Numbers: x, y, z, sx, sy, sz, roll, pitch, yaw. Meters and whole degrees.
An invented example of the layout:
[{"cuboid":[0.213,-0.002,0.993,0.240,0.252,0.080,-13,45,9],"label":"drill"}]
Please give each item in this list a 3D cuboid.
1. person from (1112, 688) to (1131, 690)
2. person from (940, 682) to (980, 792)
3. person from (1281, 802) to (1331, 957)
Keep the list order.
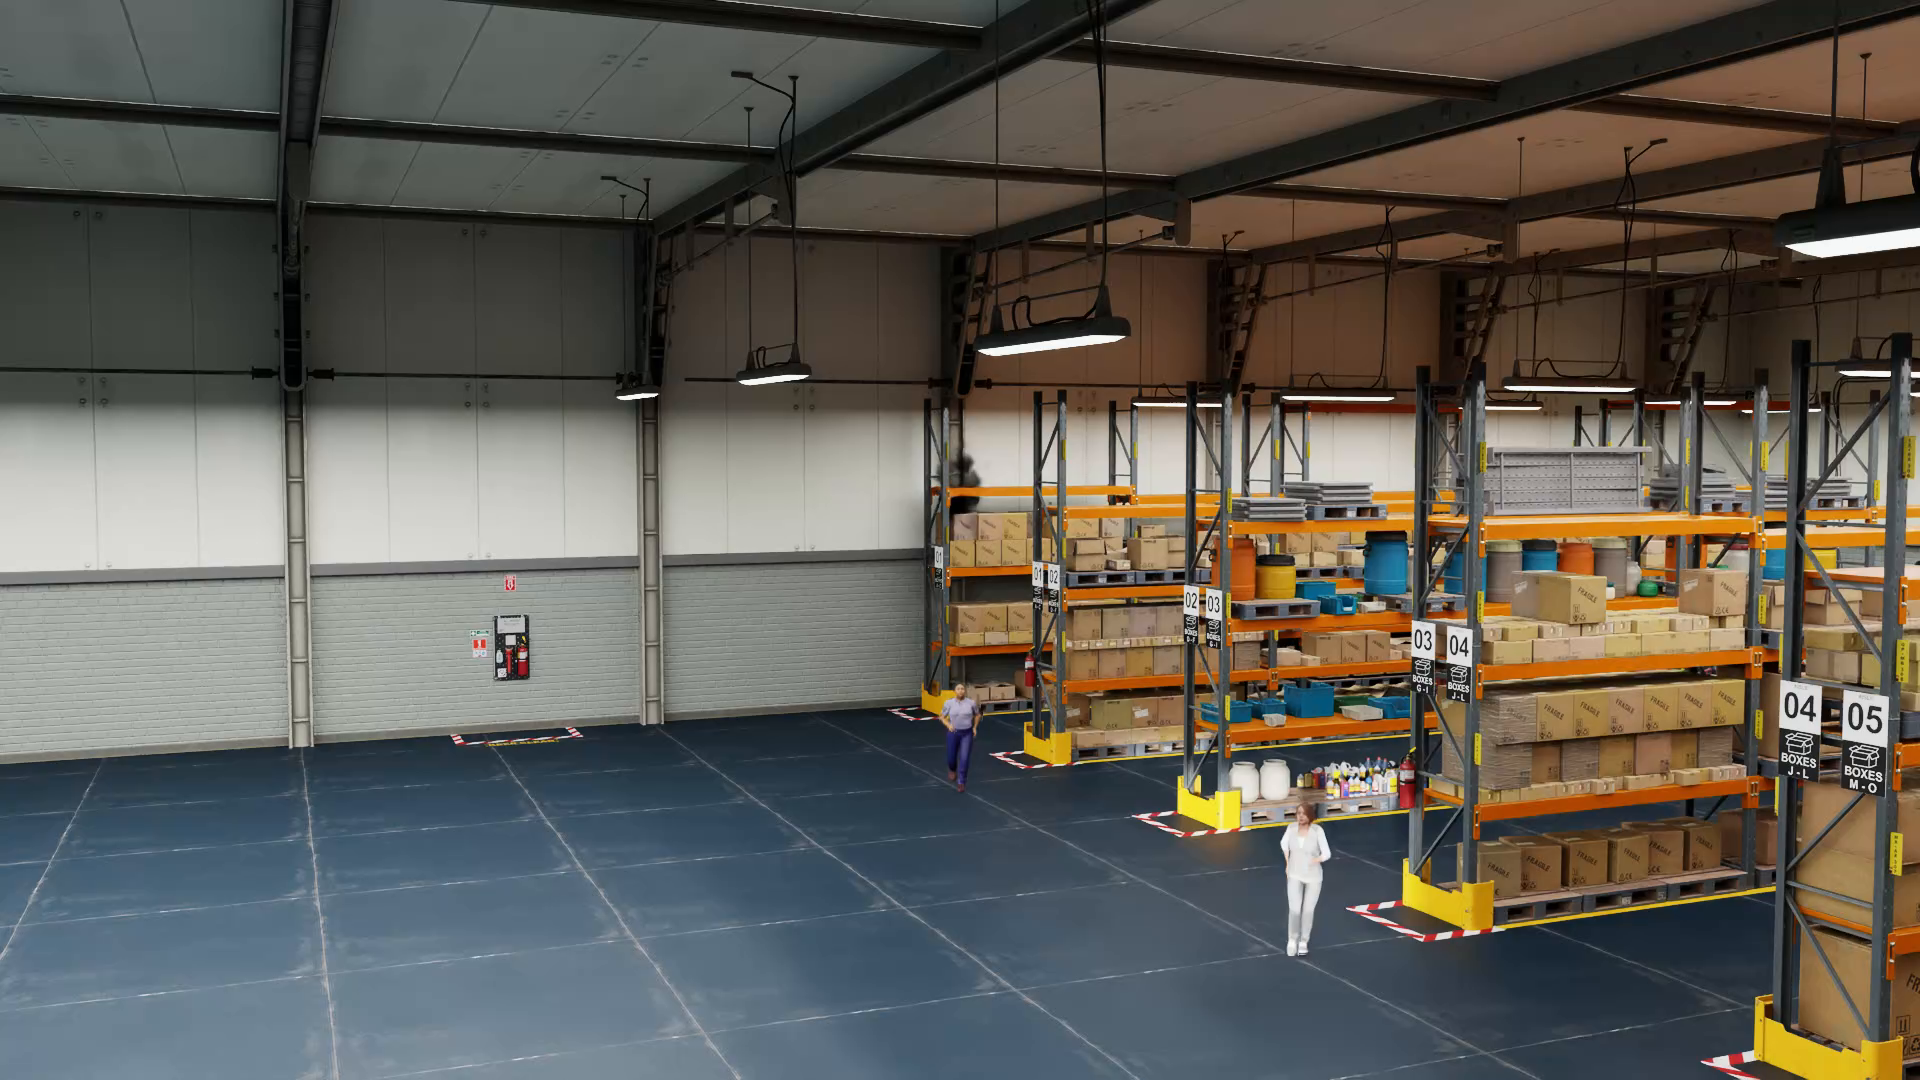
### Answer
[{"cuboid":[2.887,2.592,29.679,0.537,1.648,0.612,-2,4,-25],"label":"person"},{"cuboid":[0.007,2.907,24.727,0.604,1.604,0.644,0,3,-2],"label":"person"},{"cuboid":[3.432,3.393,16.578,0.512,1.578,0.631,1,4,17],"label":"person"}]
